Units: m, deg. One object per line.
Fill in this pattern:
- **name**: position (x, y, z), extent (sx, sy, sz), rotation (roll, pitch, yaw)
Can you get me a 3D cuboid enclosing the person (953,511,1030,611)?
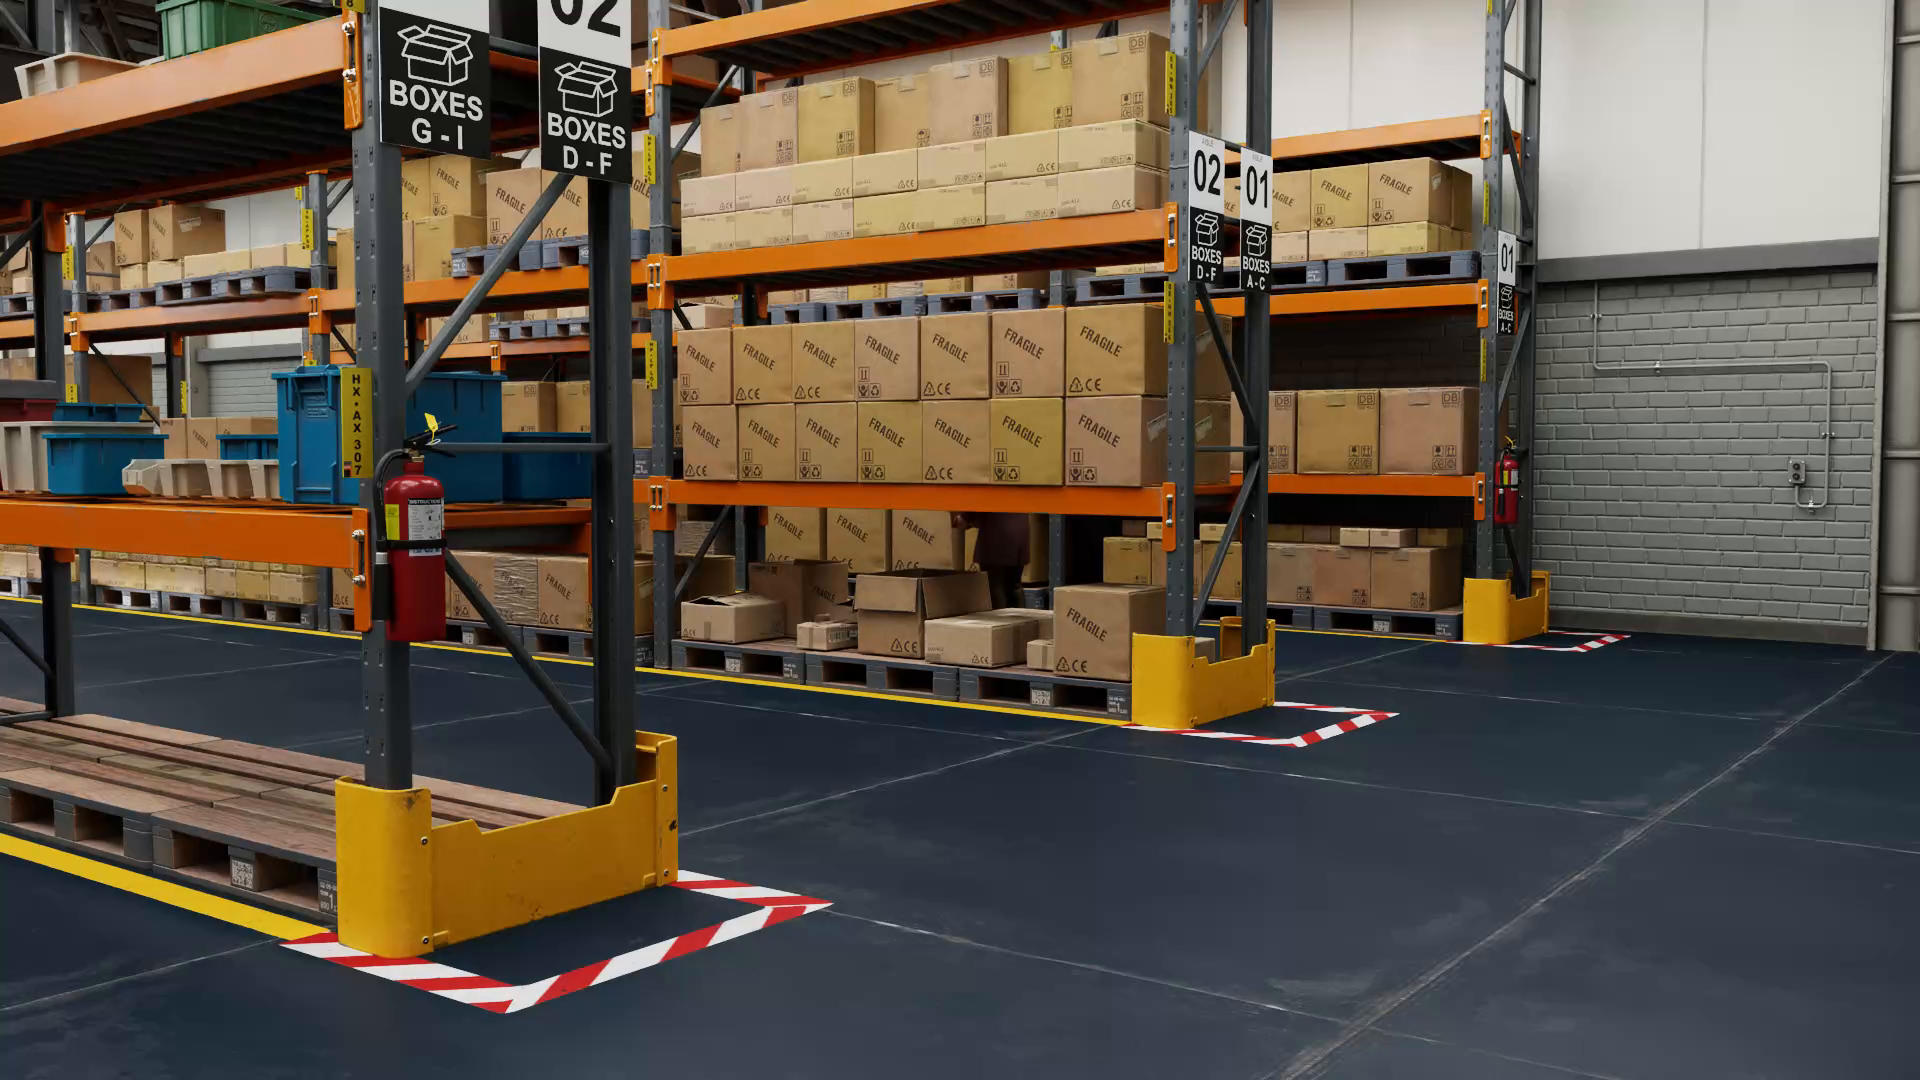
- **person**: position (0.241, -0.040, 12.192), extent (0.552, 1.772, 0.529), rotation (2, 4, 37)
